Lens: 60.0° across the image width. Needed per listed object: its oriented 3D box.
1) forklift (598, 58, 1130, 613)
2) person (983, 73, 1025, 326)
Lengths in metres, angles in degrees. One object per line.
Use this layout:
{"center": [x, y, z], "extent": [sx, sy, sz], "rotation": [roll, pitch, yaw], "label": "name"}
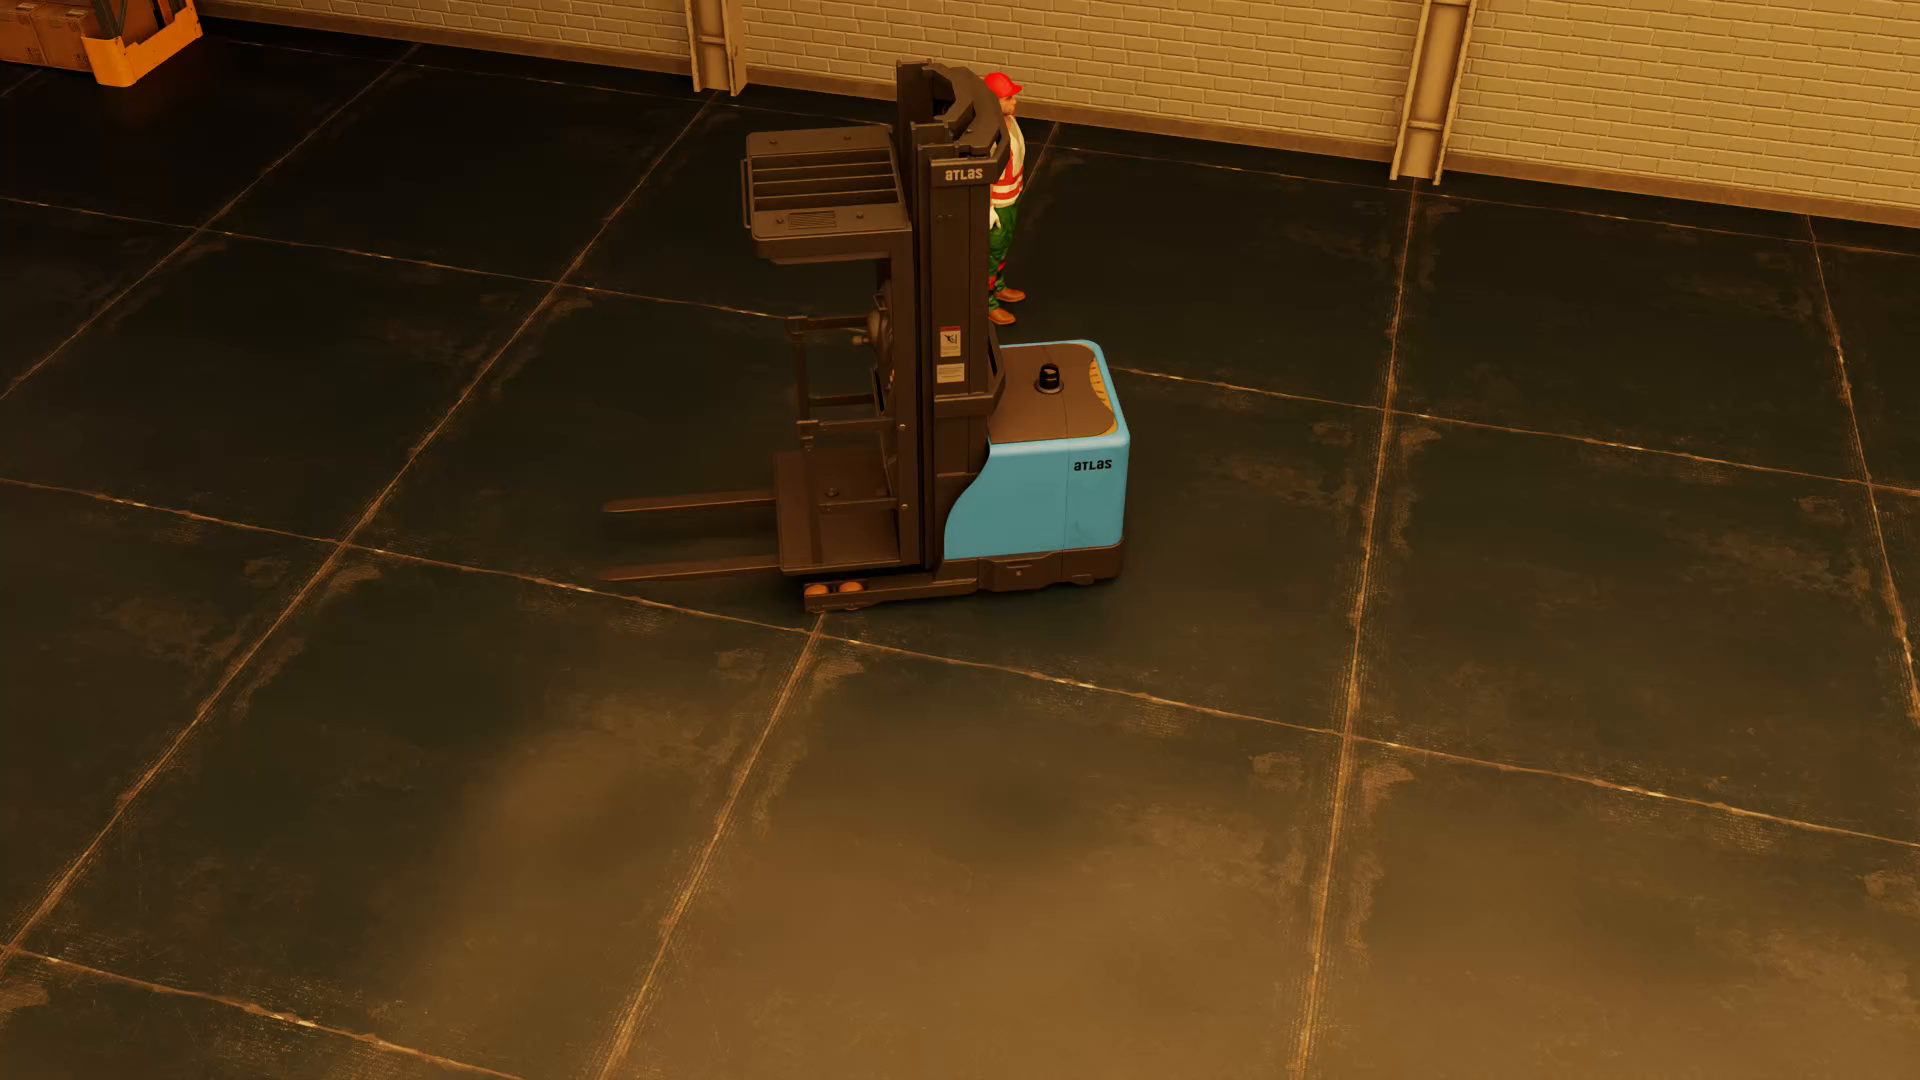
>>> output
{"center": [-0.604, -1.052, 9.062], "extent": [3.031, 2.935, 1.130], "rotation": [-5, 41, -5], "label": "forklift"}
{"center": [0.278, -2.361, 11.419], "extent": [0.346, 1.795, 0.542], "rotation": [11, 42, 12], "label": "person"}
